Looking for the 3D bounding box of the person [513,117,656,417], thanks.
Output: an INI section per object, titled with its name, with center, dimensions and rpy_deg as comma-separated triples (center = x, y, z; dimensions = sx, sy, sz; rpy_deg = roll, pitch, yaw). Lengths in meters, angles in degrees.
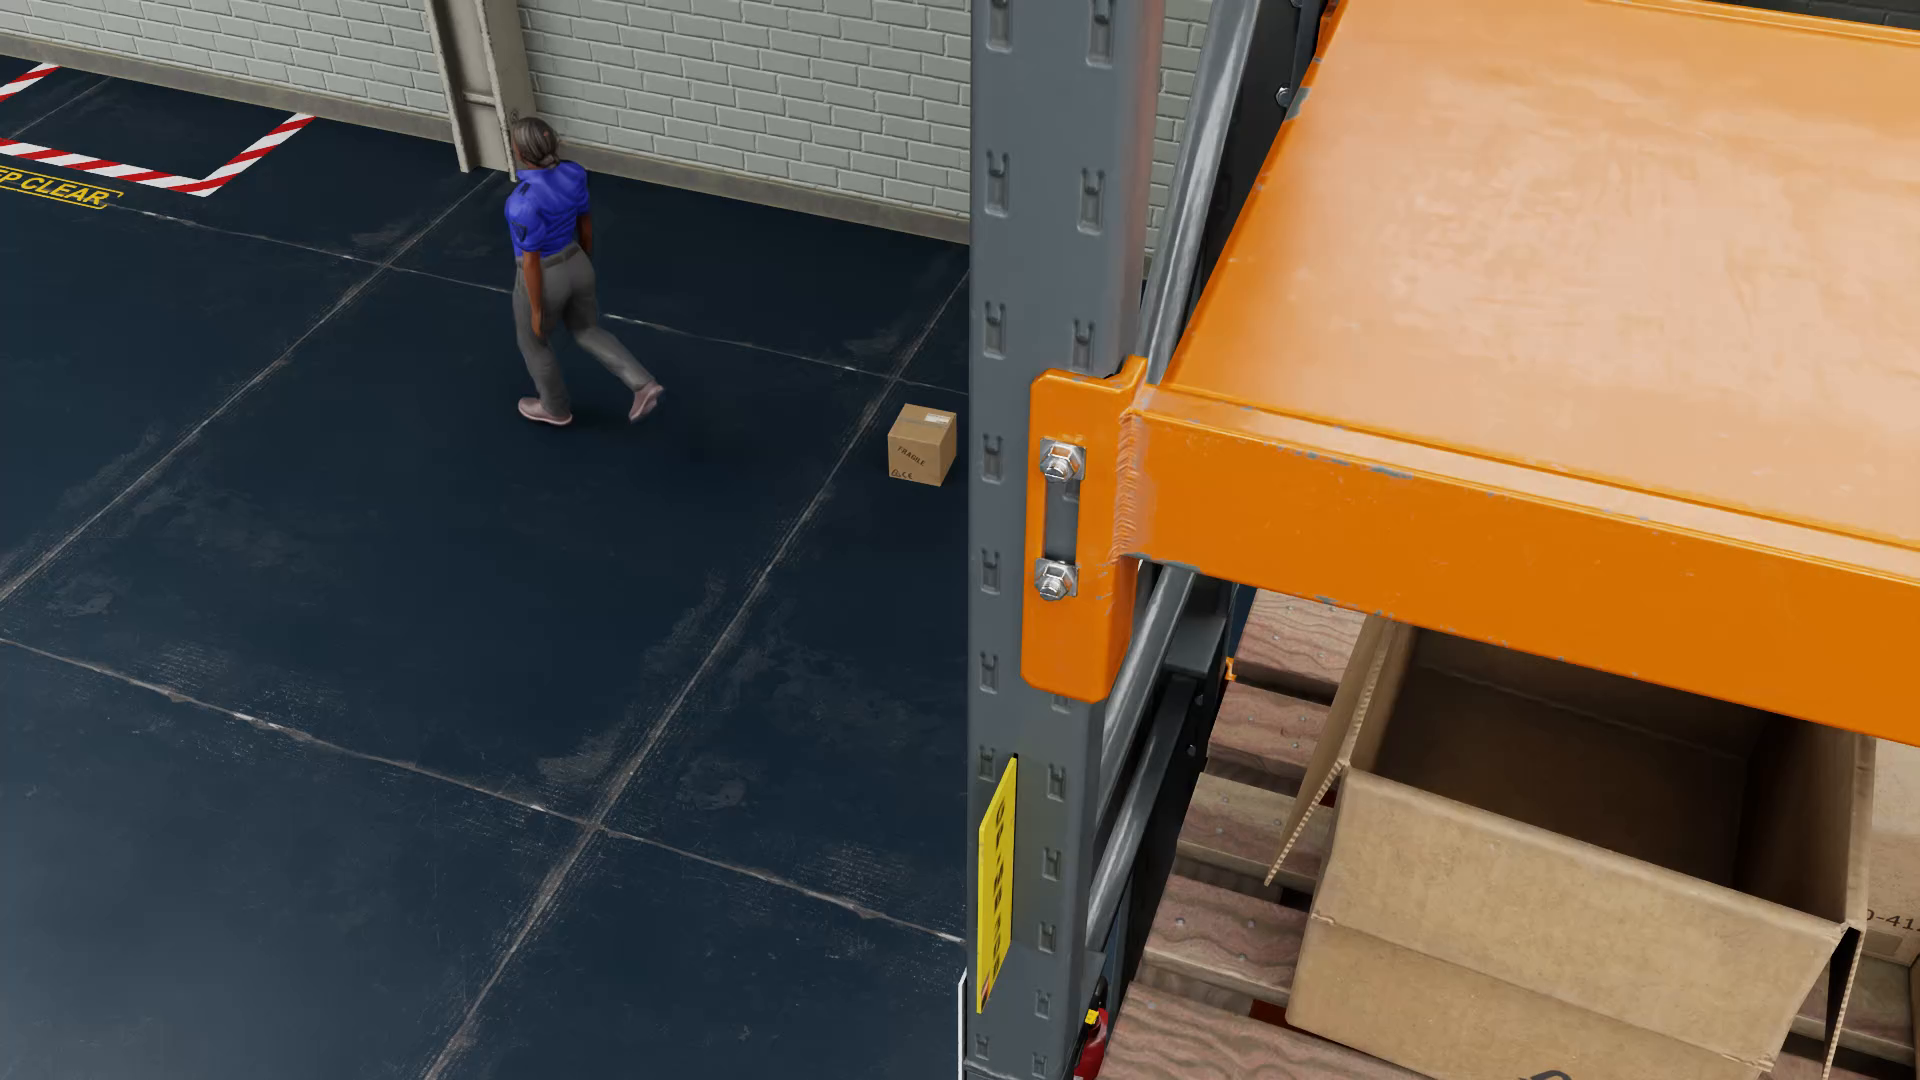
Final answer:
[person]
center = -1.747, -1.173, 7.416
dimensions = 0.594, 1.559, 0.461
rpy_deg = 23, 47, 24
